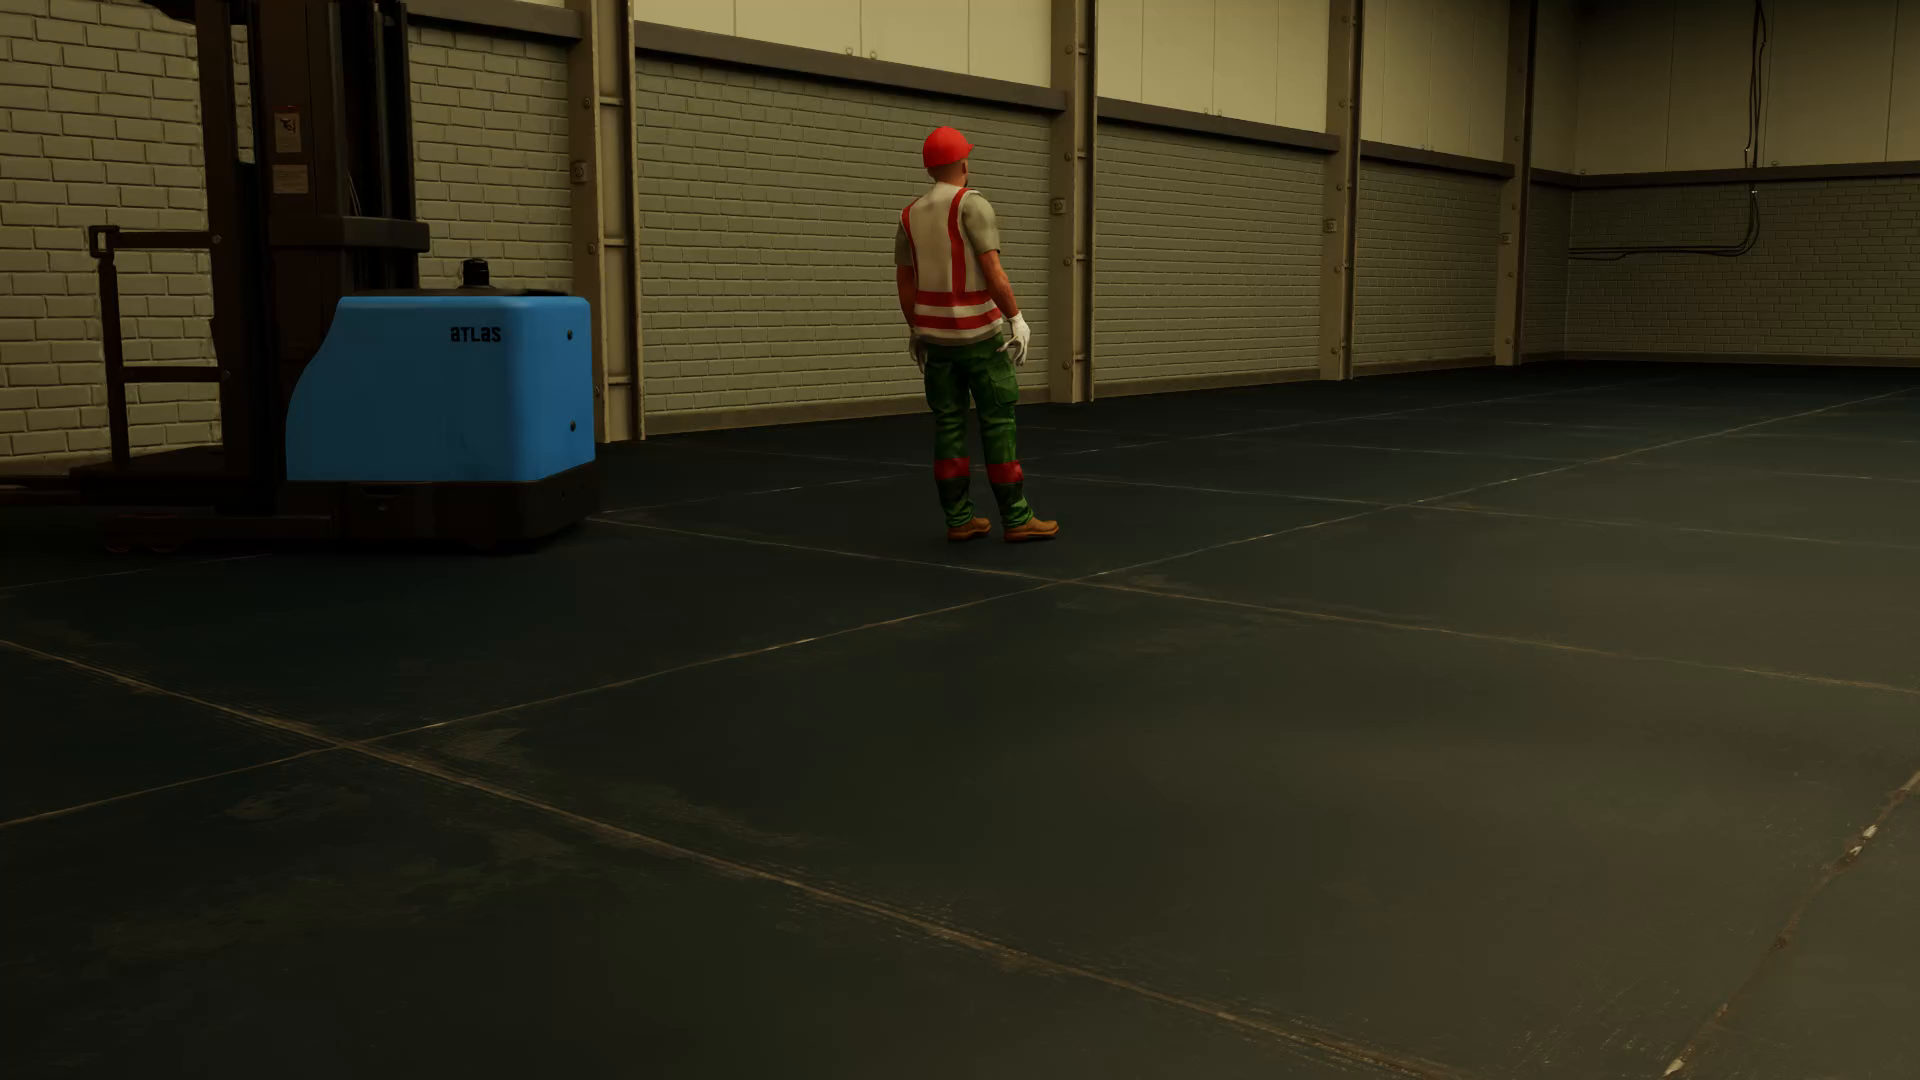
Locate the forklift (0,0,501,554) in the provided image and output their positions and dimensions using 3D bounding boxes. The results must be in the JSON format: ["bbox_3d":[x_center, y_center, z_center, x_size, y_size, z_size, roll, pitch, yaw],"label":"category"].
[{"bbox_3d":[-3.239,-1.469,7.324,3.031,2.935,1.121,0,8,3],"label":"forklift"}]

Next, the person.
[{"bbox_3d":[0.016,-0.894,7.274,0.638,1.688,0.423,7,11,38],"label":"person"}]
